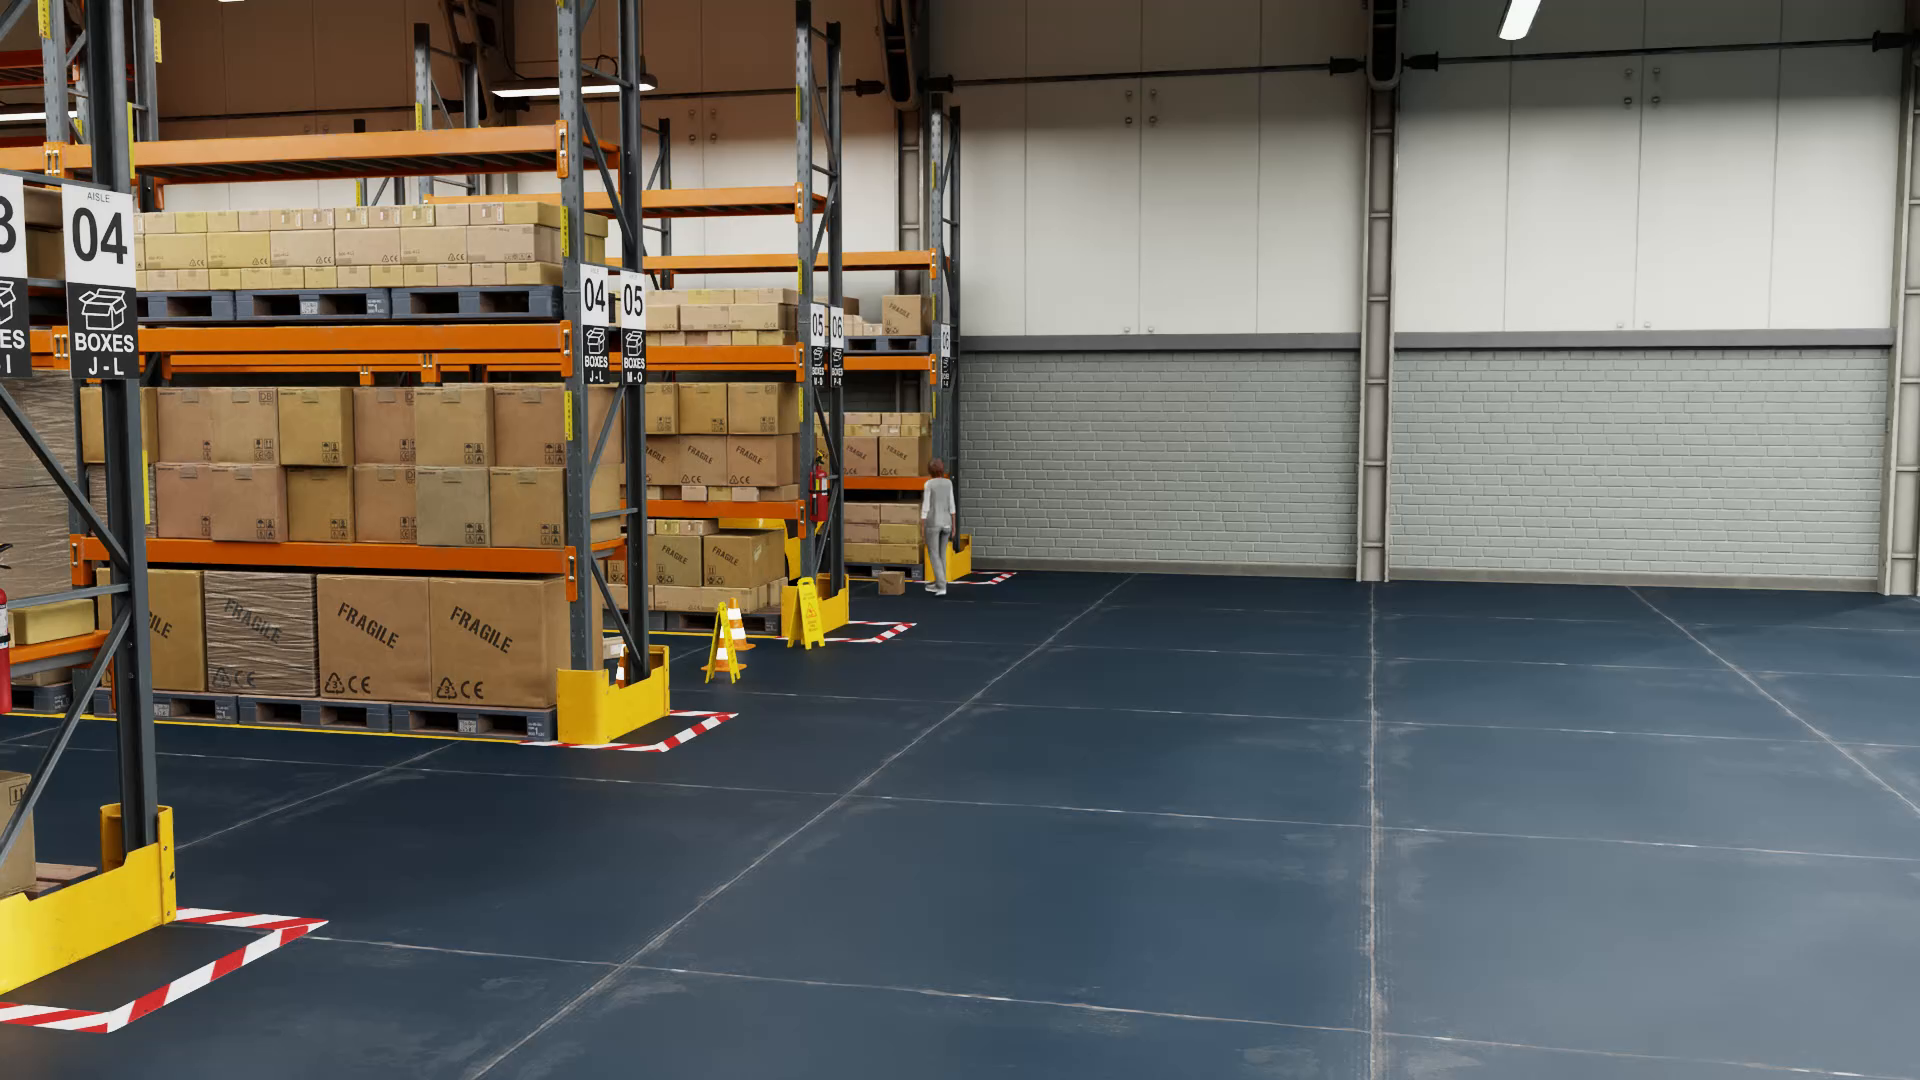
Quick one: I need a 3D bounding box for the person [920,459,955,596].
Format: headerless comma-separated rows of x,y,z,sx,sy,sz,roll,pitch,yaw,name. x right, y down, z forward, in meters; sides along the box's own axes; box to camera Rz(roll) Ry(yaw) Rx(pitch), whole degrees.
-0.283,-0.151,19.285,0.426,1.590,0.627,-3,6,-32,person
